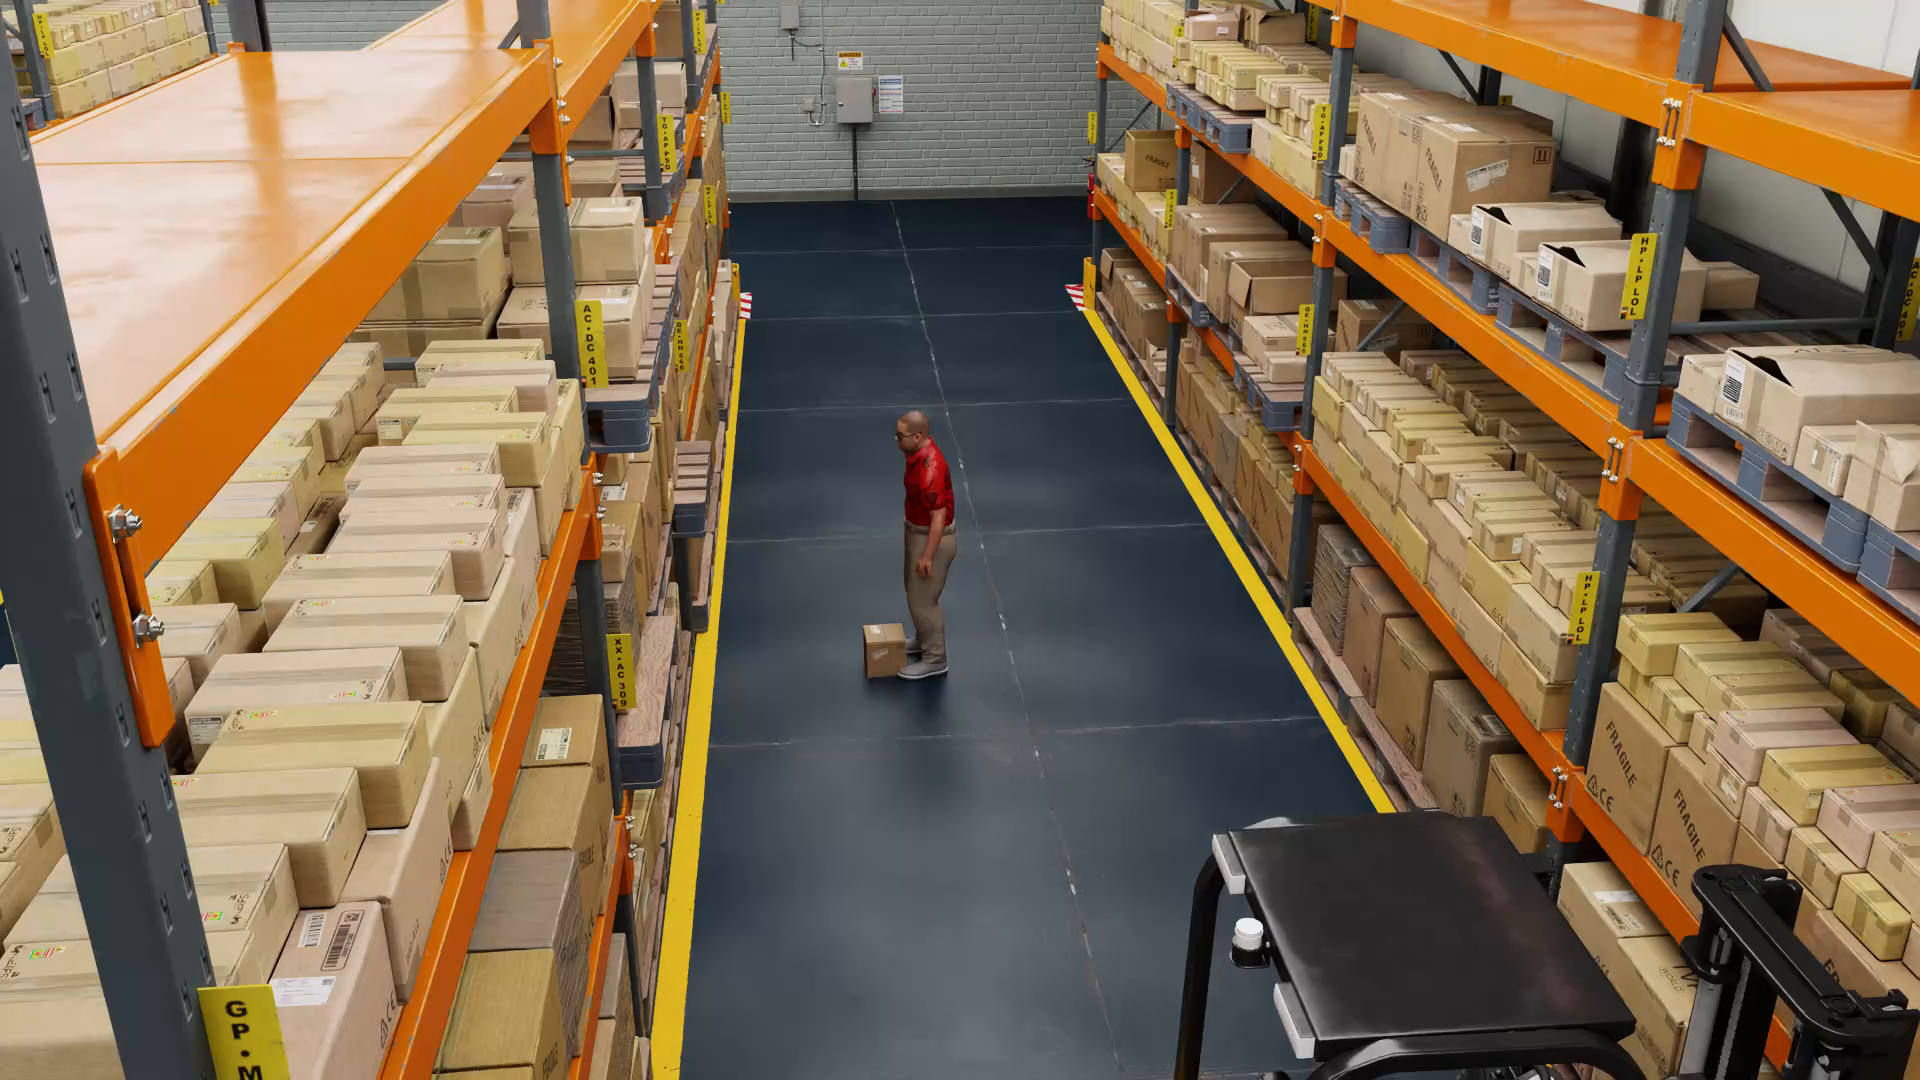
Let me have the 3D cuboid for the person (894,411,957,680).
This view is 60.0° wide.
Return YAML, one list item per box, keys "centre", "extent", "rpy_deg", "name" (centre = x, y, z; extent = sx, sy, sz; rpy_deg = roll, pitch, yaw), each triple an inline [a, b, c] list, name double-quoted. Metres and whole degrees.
- centre: [-0.226, 0.012, 10.315]
  extent: [0.389, 1.727, 0.606]
  rpy_deg: [-4, 24, -8]
  name: "person"
